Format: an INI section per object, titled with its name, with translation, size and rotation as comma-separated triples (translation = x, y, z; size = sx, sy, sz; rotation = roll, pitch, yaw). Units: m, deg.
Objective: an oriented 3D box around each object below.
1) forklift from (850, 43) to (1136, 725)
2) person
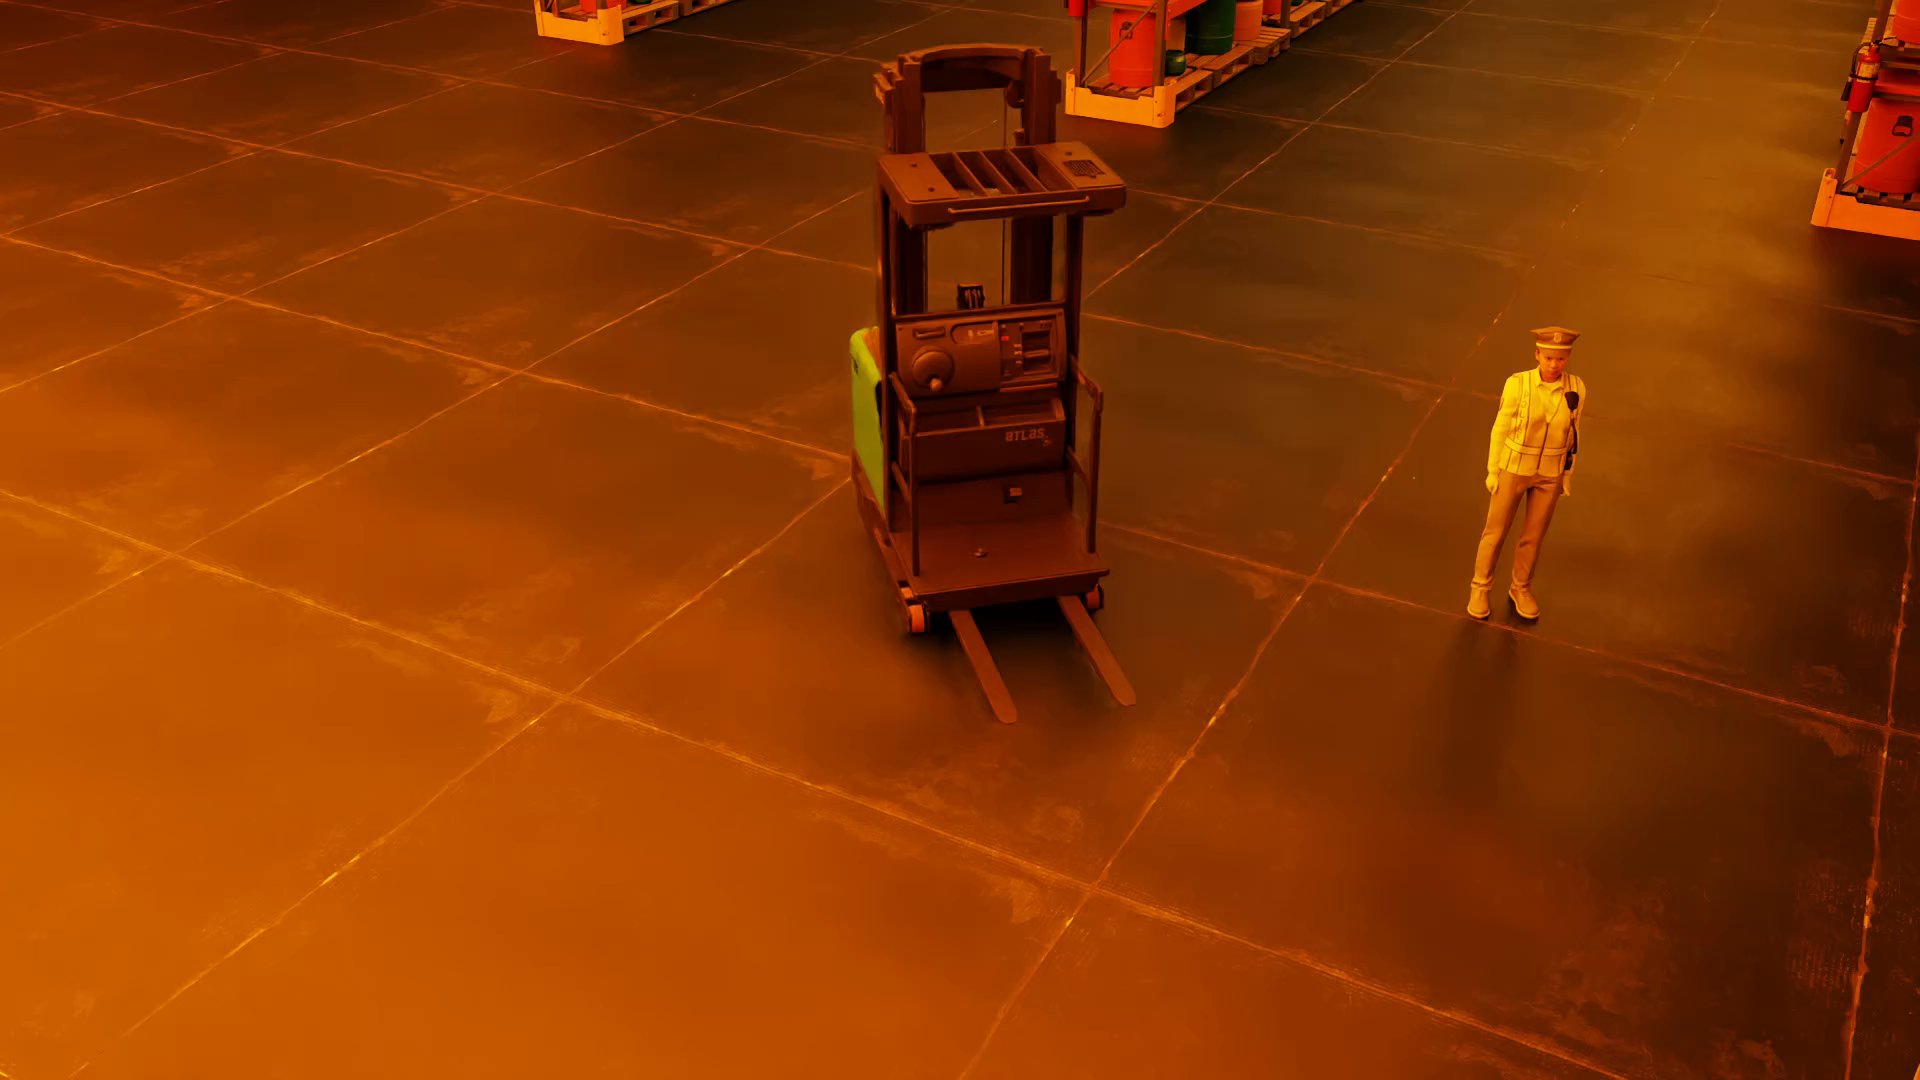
[forklift]
translation = 0.173, -0.963, 8.740
size = 1.130, 2.935, 3.031
rotation = -7, 31, -12
[person]
translation = 3.070, -0.362, 8.943
size = 0.463, 1.692, 0.338
rotation = 2, 30, 3
